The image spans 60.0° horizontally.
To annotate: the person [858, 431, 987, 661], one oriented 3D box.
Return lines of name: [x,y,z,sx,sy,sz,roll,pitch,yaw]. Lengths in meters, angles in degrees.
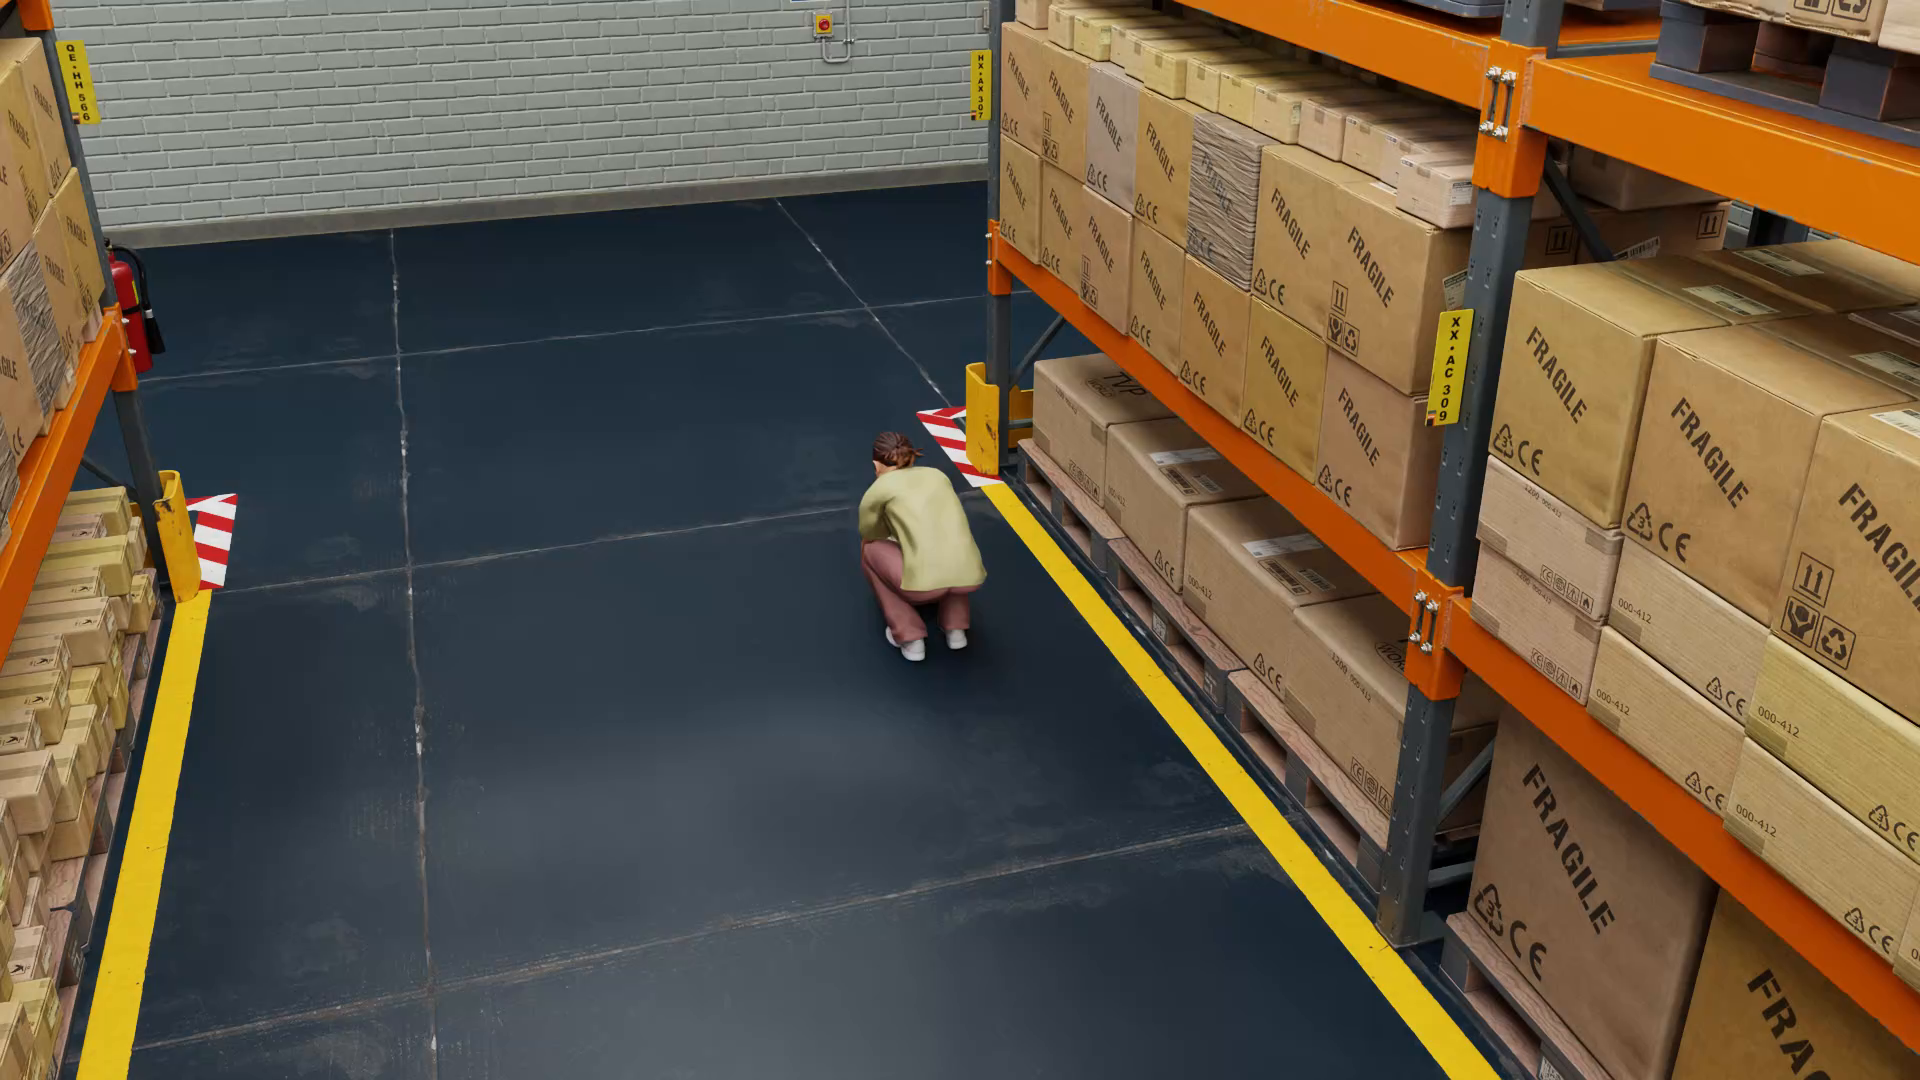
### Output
person: [-0.170,0.025,7.046,0.469,0.807,0.805,-7,27,-15]
